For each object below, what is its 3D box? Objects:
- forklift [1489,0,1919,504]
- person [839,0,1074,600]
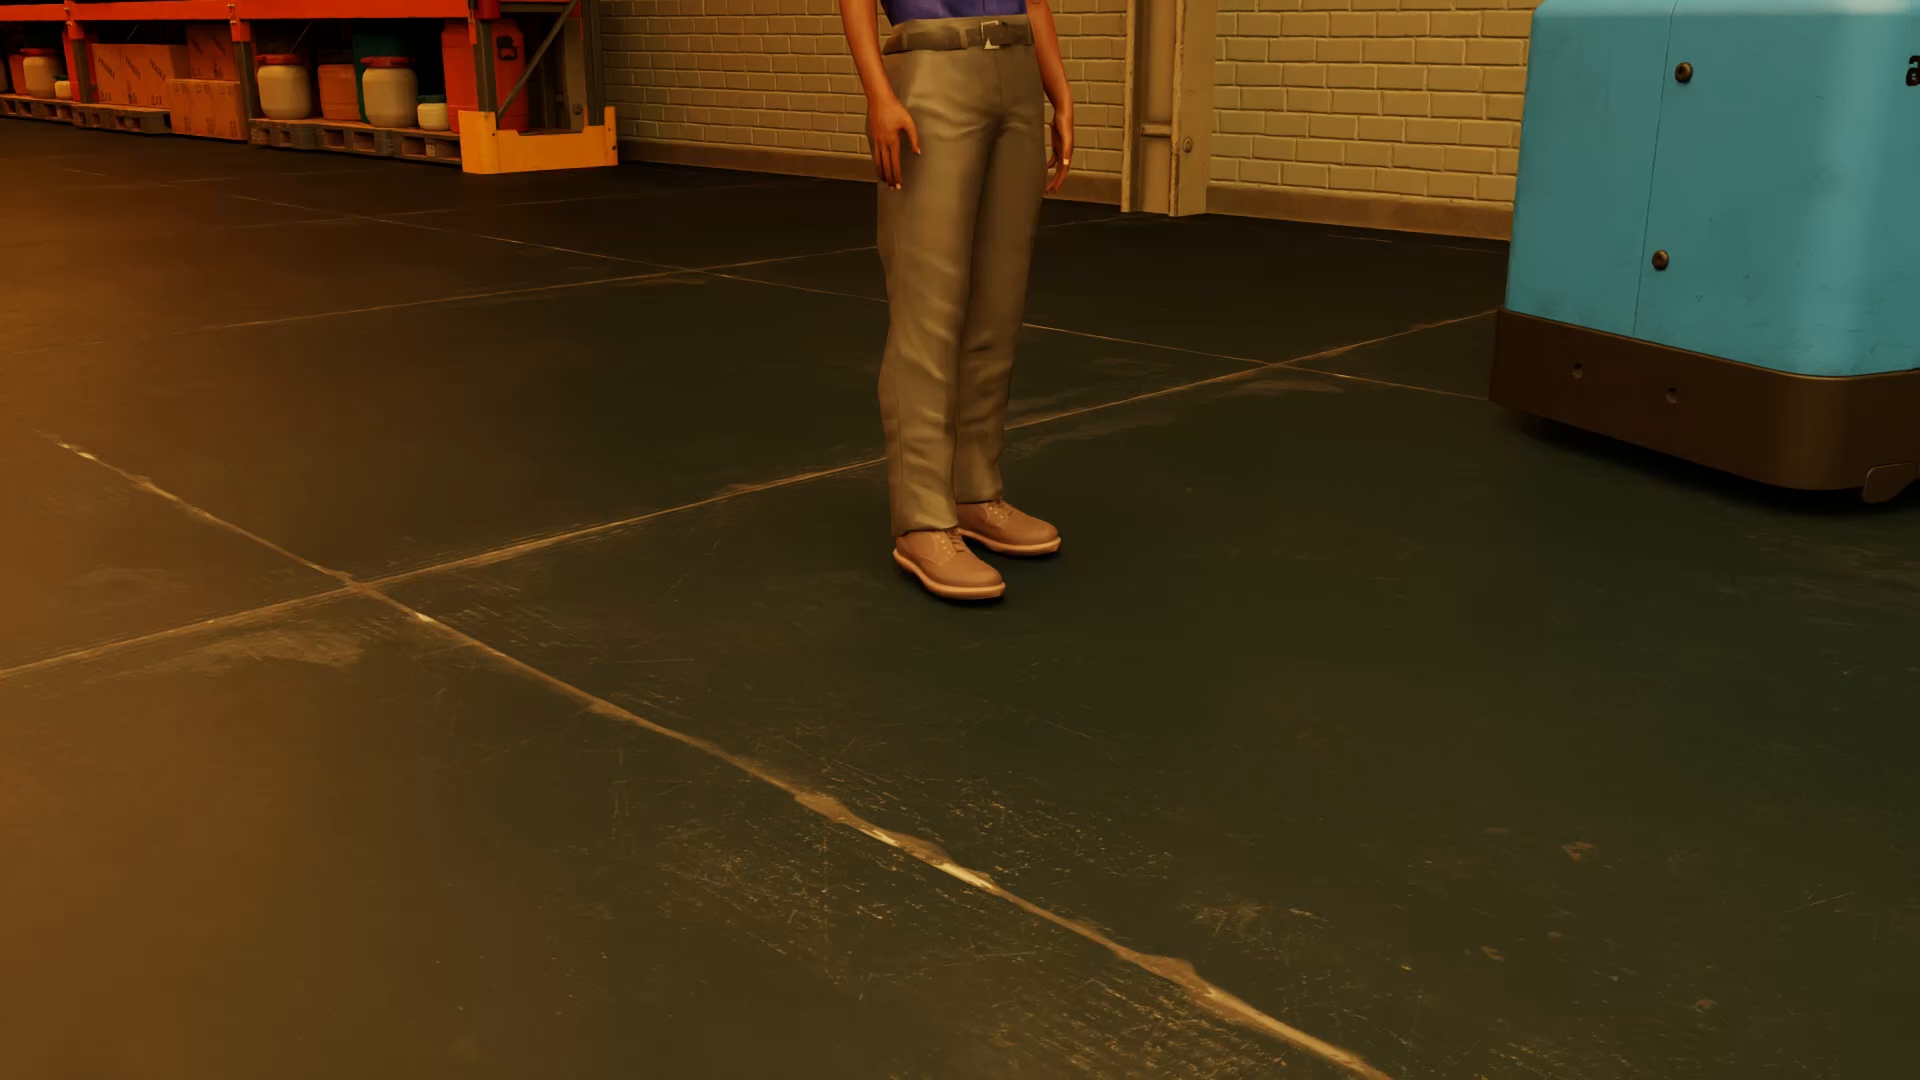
[{"bbox_3d":[2.948,-1.737,4.052,3.031,2.935,1.130,-7,18,-21],"label":"forklift"},{"bbox_3d":[0.049,-0.775,3.077,0.503,1.656,0.570,16,23,42],"label":"person"}]
